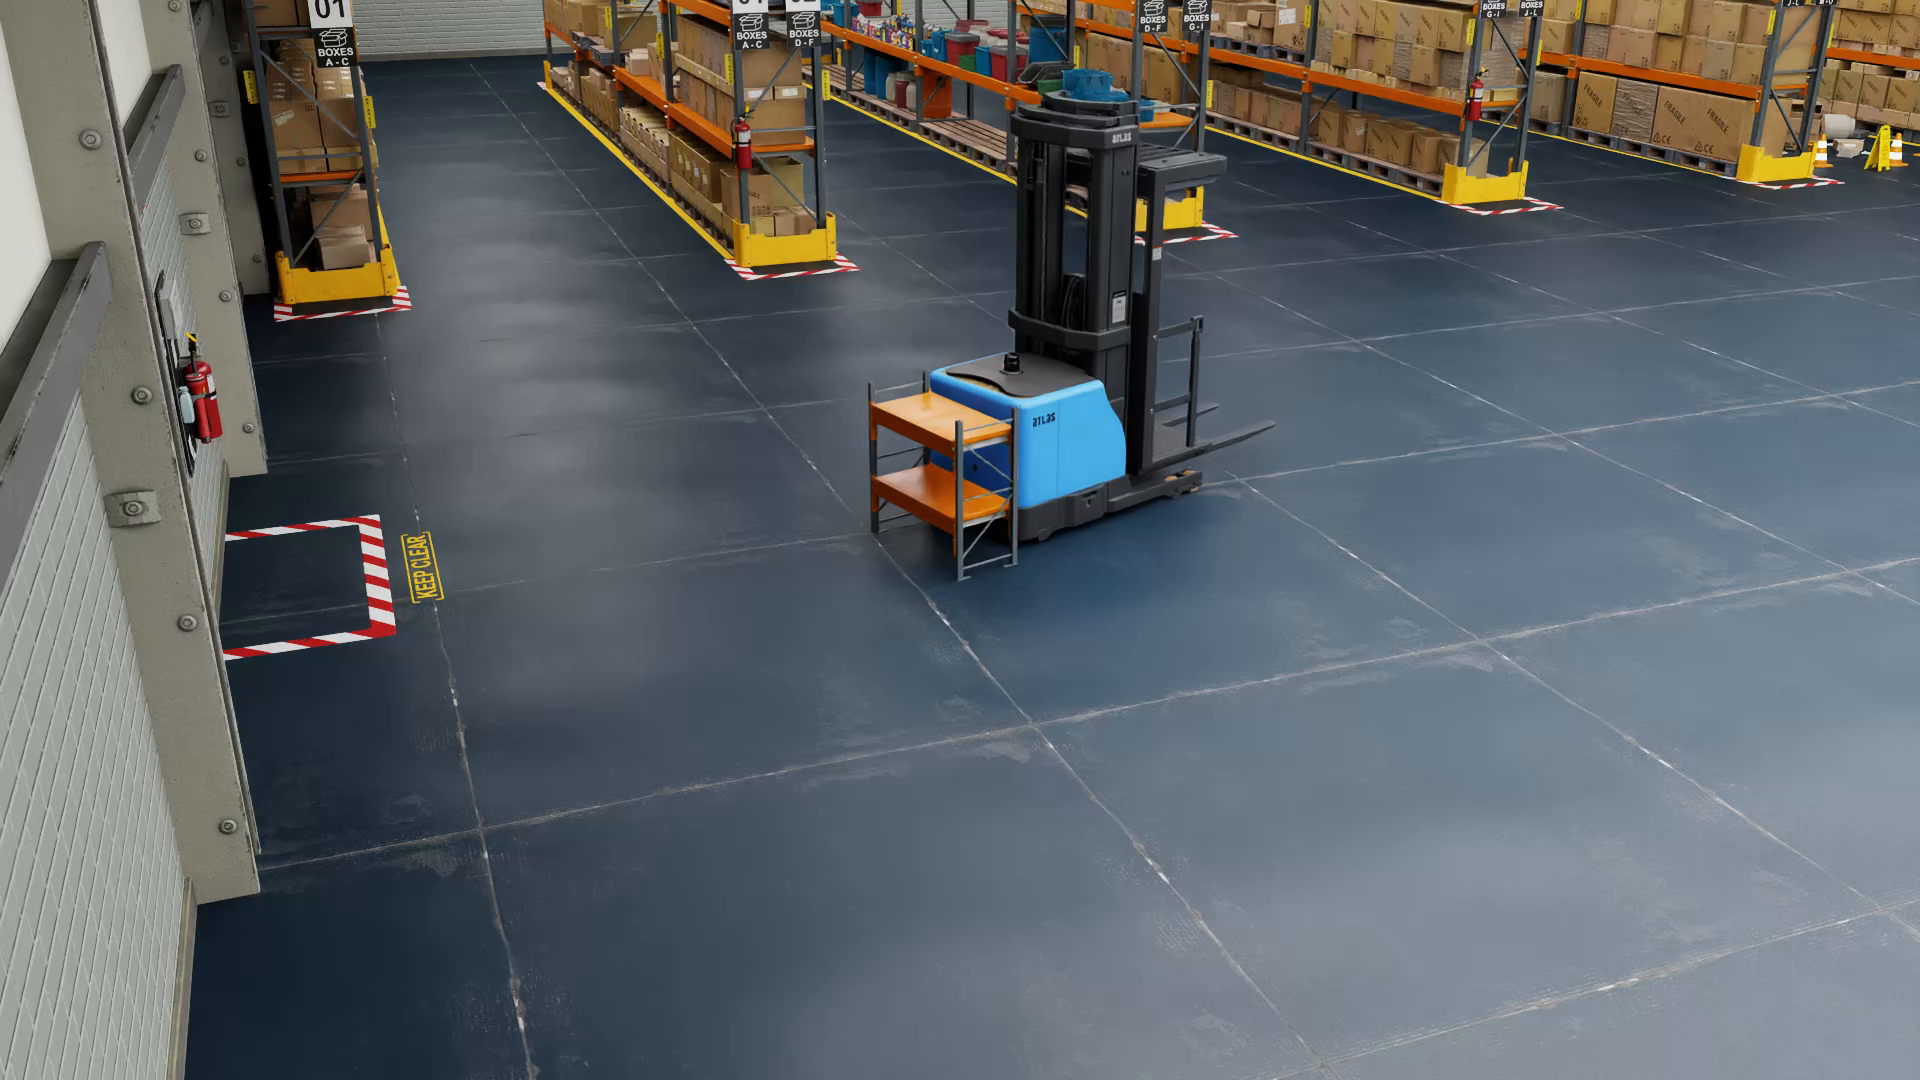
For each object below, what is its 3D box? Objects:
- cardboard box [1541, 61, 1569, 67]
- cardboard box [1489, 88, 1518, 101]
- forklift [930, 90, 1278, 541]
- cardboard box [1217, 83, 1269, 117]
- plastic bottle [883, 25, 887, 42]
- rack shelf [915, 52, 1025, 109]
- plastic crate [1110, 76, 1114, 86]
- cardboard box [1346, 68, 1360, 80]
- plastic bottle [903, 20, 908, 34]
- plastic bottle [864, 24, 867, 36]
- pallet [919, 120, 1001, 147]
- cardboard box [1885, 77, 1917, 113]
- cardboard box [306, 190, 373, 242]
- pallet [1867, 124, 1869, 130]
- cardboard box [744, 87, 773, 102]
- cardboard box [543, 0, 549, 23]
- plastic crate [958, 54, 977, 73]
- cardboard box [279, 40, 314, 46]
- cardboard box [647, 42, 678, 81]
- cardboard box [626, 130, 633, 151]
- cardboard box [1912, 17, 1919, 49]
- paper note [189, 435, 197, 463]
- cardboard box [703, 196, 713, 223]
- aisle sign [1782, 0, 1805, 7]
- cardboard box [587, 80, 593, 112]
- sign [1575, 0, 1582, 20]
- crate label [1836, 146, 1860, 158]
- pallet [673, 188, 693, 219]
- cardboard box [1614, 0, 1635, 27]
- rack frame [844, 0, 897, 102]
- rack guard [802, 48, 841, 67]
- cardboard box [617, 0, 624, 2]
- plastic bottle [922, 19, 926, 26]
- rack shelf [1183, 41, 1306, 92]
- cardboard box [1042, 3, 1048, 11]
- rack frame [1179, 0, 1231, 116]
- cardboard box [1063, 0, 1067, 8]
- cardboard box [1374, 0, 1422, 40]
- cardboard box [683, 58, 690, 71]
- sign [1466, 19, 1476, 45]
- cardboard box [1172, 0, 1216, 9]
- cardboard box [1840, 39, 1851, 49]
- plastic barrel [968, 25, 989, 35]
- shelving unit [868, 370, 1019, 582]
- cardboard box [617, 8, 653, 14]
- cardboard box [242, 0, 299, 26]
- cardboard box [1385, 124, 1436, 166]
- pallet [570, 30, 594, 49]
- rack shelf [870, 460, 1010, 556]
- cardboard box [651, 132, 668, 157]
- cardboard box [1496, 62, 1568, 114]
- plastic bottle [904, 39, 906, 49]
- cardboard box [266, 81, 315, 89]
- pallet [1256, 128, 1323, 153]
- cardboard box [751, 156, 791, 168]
[{"bbox_3d":[12.865,-10.432,34.834,0.875,0.875,0.875,-8,24,-17],"label":"cardboard box"},{"bbox_3d":[7.335,-6.060,22.588,0.380,0.149,0.250,-8,24,-19],"label":"cardboard box"},{"bbox_3d":[1.206,-1.801,12.250,3.031,2.935,1.130,-19,29,-37],"label":"forklift"},{"bbox_3d":[4.850,-7.556,28.468,0.700,0.500,0.500,-10,25,-23],"label":"cardboard box"},{"bbox_3d":[-1.305,-8.832,28.993,0.061,0.283,0.133,-8,24,-19],"label":"plastic bottle"},{"bbox_3d":[0.459,-7.208,25.916,1.077,0.370,4.000,-8,24,-19],"label":"rack shelf"},{"bbox_3d":[1.811,-6.379,23.215,0.499,0.251,0.616,-8,24,-19],"label":"plastic crate"},{"bbox_3d":[5.931,-6.892,24.562,0.380,0.149,0.250,-8,24,-19],"label":"cardboard box"},{"bbox_3d":[-0.974,-9.173,29.817,0.097,0.271,0.097,0,23,0],"label":"plastic bottle"},{"bbox_3d":[-1.674,-9.193,29.956,0.097,0.201,0.097,0,23,0],"label":"plastic bottle"},{"bbox_3d":[-0.010,-6.695,27.362,1.003,0.211,1.213,-8,24,-19],"label":"pallet"},{"bbox_3d":[15.597,-7.300,27.241,0.500,0.500,0.500,-9,24,-20],"label":"cardboard box"},{"bbox_3d":[-7.263,-3.795,19.545,0.700,0.500,0.500,-10,25,-22],"label":"cardboard box"},{"bbox_3d":[15.341,-7.328,28.865,1.003,0.211,1.213,-8,24,-19],"label":"pallet"},{"bbox_3d":[-2.370,-5.139,19.116,0.380,0.149,0.250,-9,24,-20],"label":"cardboard box"},{"bbox_3d":[-7.799,-10.343,32.300,0.500,0.500,0.500,-8,24,-18],"label":"cardboard box"},{"bbox_3d":[0.287,-7.309,25.503,0.450,0.188,0.662,-8,24,-19],"label":"plastic crate"},{"bbox_3d":[-8.879,-6.537,22.702,0.700,0.500,0.500,-8,24,-19],"label":"cardboard box"},{"bbox_3d":[-4.275,-7.027,24.431,0.500,0.500,0.500,-10,25,-22],"label":"cardboard box"},{"bbox_3d":[-4.794,-6.101,25.363,0.500,0.250,0.500,-9,24,-20],"label":"cardboard box"},{"bbox_3d":[15.688,-8.106,26.609,0.500,0.500,0.500,-8,24,-19],"label":"cardboard box"},{"bbox_3d":[-4.791,-0.573,10.381,0.016,0.148,0.142,-8,24,-19],"label":"paper note"},{"bbox_3d":[-2.888,-4.123,20.671,0.500,0.250,0.500,-8,24,-19],"label":"cardboard box"},{"bbox_3d":[11.633,-7.814,23.080,0.394,0.787,0.004,-8,24,-19],"label":"aisle sign"},{"bbox_3d":[-6.154,-7.691,28.787,0.500,0.500,0.500,-8,24,-18],"label":"cardboard box"},{"bbox_3d":[9.971,-8.555,26.797,0.100,0.325,0.005,-8,24,-19],"label":"sign"},{"bbox_3d":[13.871,-6.060,25.952,0.298,0.136,0.250,18,29,36],"label":"crate label"},{"bbox_3d":[-3.228,-4.555,22.285,1.003,0.211,1.213,-8,24,-19],"label":"pallet"},{"bbox_3d":[10.877,-8.380,26.188,0.875,0.550,0.550,-8,24,-19],"label":"cardboard box"},{"bbox_3d":[-1.660,-9.720,30.949,1.000,3.000,0.127,-8,24,-19],"label":"rack frame"},{"bbox_3d":[-3.094,-10.028,34.899,1.175,0.500,0.348,-8,24,-19],"label":"rack guard"},{"bbox_3d":[-6.199,-9.758,29.624,0.500,0.500,0.500,-8,24,-18],"label":"cardboard box"},{"bbox_3d":[-0.640,-9.008,29.323,0.144,0.351,0.185,-8,24,-19],"label":"plastic bottle"},{"bbox_3d":[5.093,-7.888,27.528,1.077,0.370,4.000,-8,24,-19],"label":"rack shelf"},{"bbox_3d":[1.922,-11.004,34.319,0.380,0.149,0.250,-9,24,-20],"label":"cardboard box"},{"bbox_3d":[4.386,-8.946,29.113,1.000,3.000,0.127,-8,24,-19],"label":"rack frame"},{"bbox_3d":[2.387,-10.779,33.273,0.500,0.250,0.500,-8,24,-17],"label":"cardboard box"},{"bbox_3d":[6.262,-7.395,23.633,0.500,0.500,0.500,-8,24,-19],"label":"cardboard box"},{"bbox_3d":[-3.374,-6.171,21.564,0.380,0.149,0.250,-9,24,-20],"label":"cardboard box"},{"bbox_3d":[6.686,-6.649,21.766,0.100,0.325,0.005,-8,24,-19],"label":"sign"},{"bbox_3d":[4.143,-9.722,29.534,0.797,0.503,0.637,-7,24,-17],"label":"cardboard box"},{"bbox_3d":[15.142,-8.401,28.143,0.380,0.149,0.250,-8,24,-19],"label":"cardboard box"},{"bbox_3d":[0.316,-7.973,26.661,0.421,0.512,0.421,0,23,0],"label":"plastic barrel"},{"bbox_3d":[-0.122,-0.459,11.390,0.538,1.125,1.048,-16,28,-33],"label":"shelving unit"},{"bbox_3d":[-5.355,-8.399,27.147,0.700,0.500,0.500,-4,23,-9],"label":"cardboard box"},{"bbox_3d":[-7.074,-5.555,17.050,0.500,0.500,0.500,-7,24,-15],"label":"cardboard box"},{"bbox_3d":[6.561,-5.752,24.214,0.500,0.500,0.500,-6,24,-14],"label":"cardboard box"},{"bbox_3d":[-6.115,-8.648,28.652,1.003,0.211,1.213,-8,24,-19],"label":"pallet"},{"bbox_3d":[-0.122,-0.233,11.485,0.538,0.278,1.000,-16,28,-33],"label":"rack shelf"},{"bbox_3d":[-4.070,-5.615,23.489,0.500,0.311,0.500,-8,24,-18],"label":"cardboard box"},{"bbox_3d":[9.835,-7.857,28.886,1.050,0.750,0.750,-8,24,-19],"label":"cardboard box"},{"bbox_3d":[-0.894,-8.391,28.053,0.097,0.201,0.097,0,23,0],"label":"plastic bottle"},{"bbox_3d":[-7.410,-4.799,18.477,0.500,0.500,0.500,-9,24,-20],"label":"cardboard box"},{"bbox_3d":[5.523,-6.490,26.877,1.003,0.211,1.213,-8,24,-19],"label":"pallet"},{"bbox_3d":[-2.405,-4.540,20.693,0.500,0.500,0.500,-8,24,-19],"label":"cardboard box"}]
